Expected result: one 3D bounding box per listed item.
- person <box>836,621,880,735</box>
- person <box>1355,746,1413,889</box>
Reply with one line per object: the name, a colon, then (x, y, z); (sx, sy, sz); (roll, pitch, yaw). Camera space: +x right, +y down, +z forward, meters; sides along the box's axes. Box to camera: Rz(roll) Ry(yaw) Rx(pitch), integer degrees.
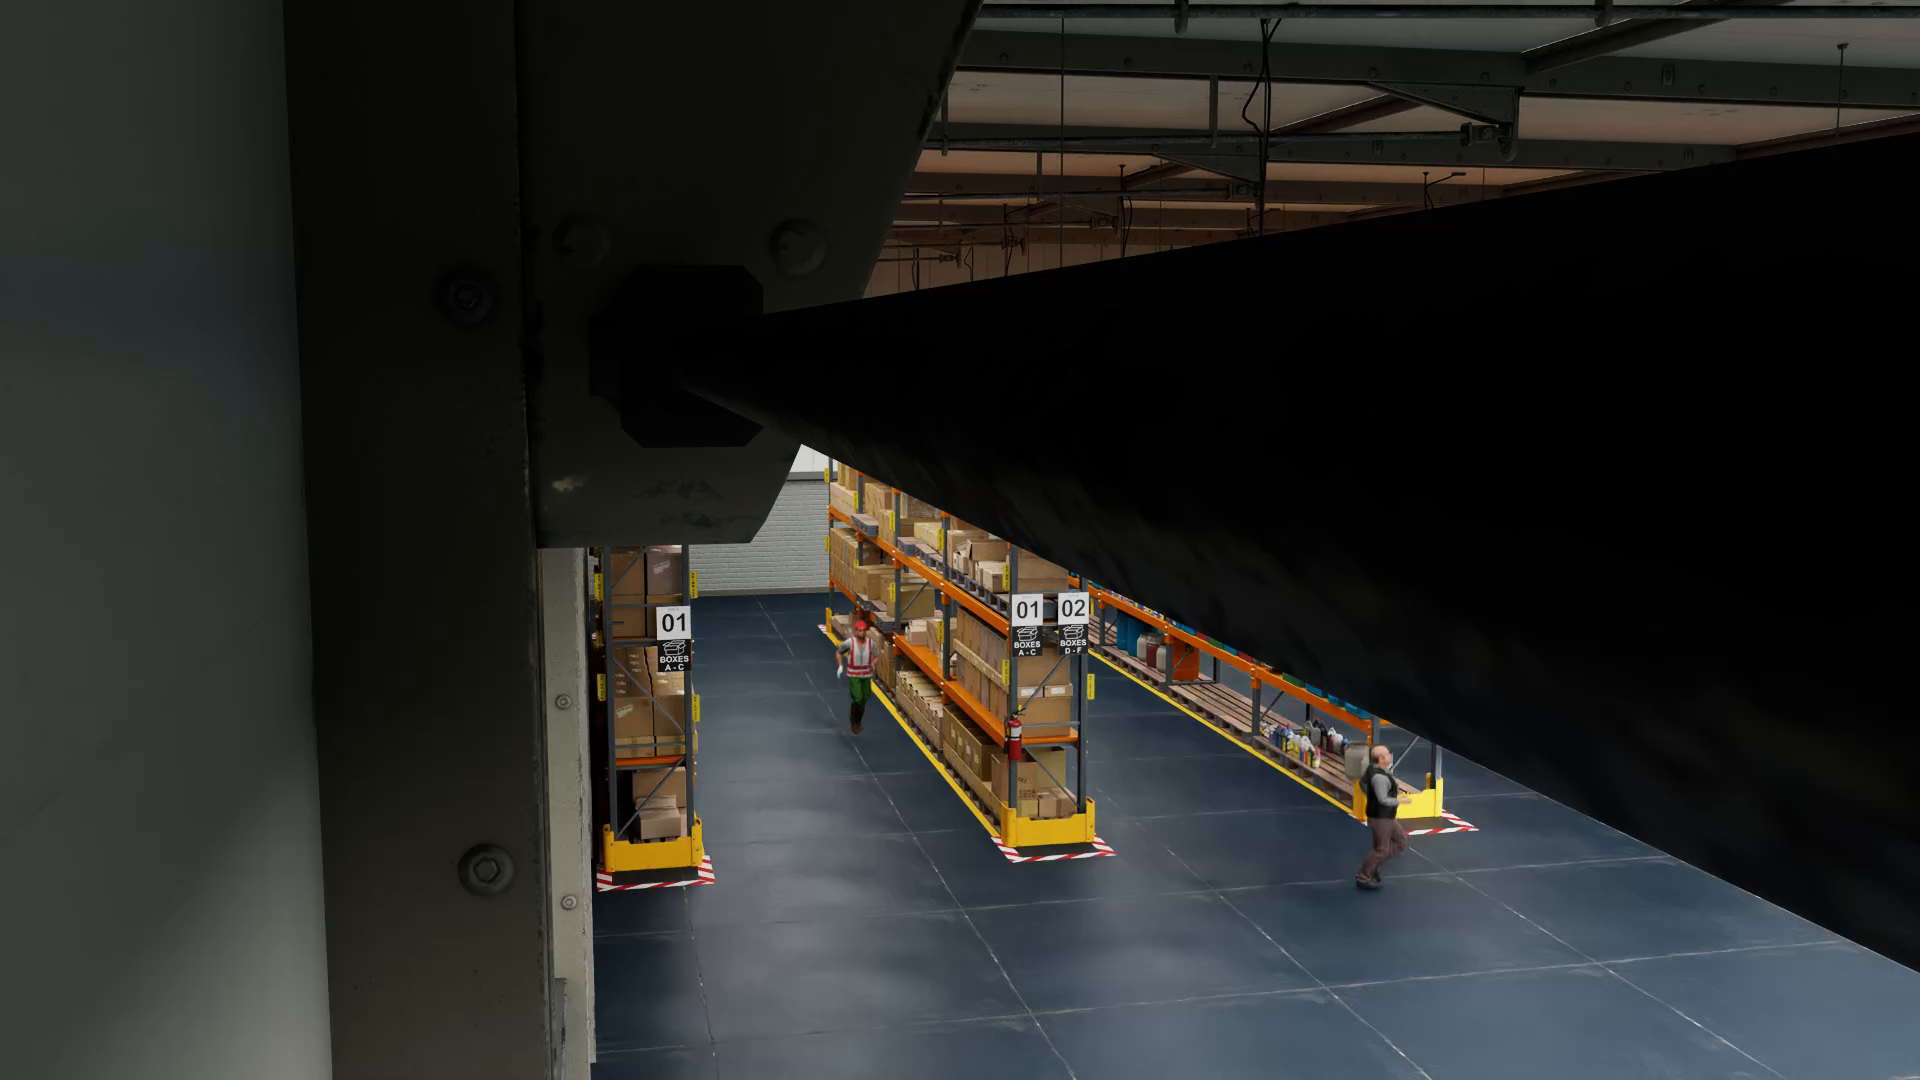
person: (-1.553, 2.139, 25.743); (0.655, 1.790, 0.742); (-2, 7, -20)
person: (4.910, 3.204, 19.245); (0.624, 1.681, 0.631); (1, 7, 12)
